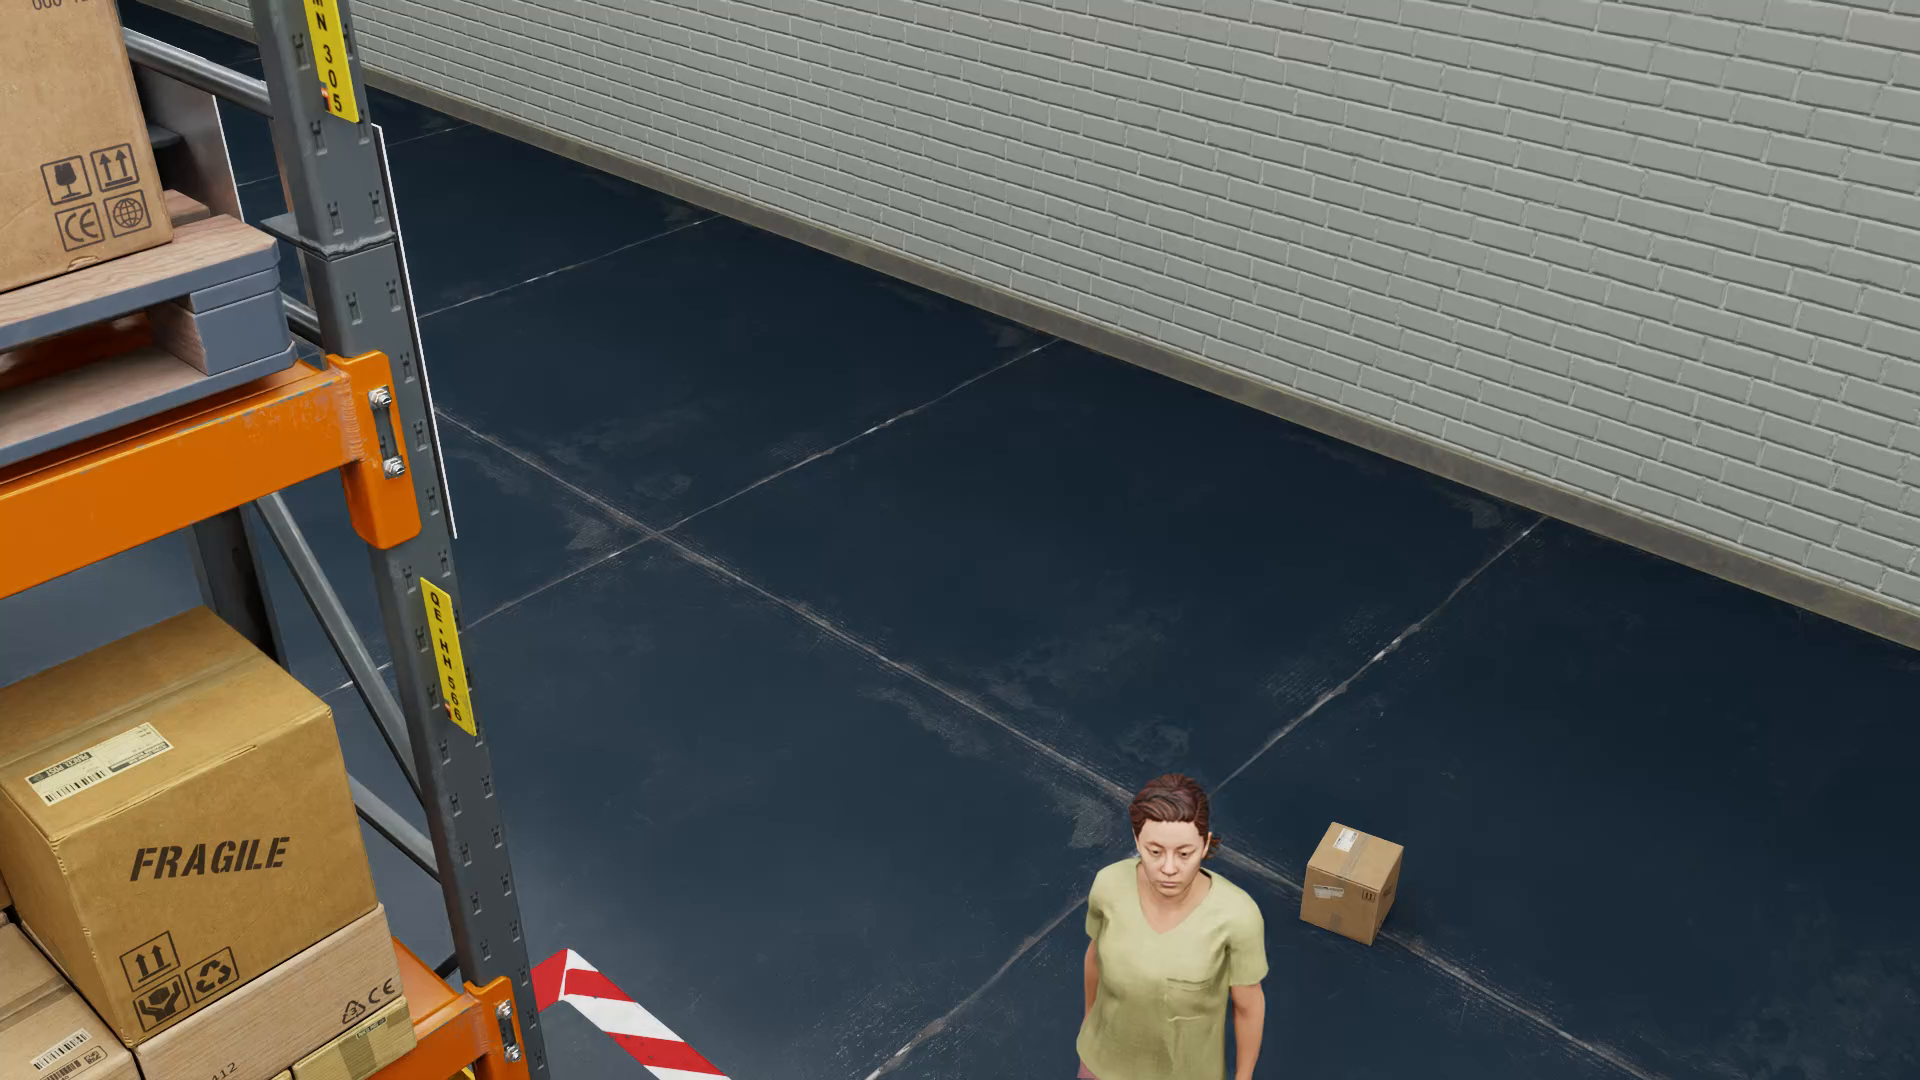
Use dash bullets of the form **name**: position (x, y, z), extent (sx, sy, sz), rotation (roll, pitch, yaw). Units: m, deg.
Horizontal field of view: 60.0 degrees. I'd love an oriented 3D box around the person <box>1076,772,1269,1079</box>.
- **person**: position (0.504, 1.254, 4.082), extent (0.457, 1.629, 0.893), rotation (10, 33, 15)
